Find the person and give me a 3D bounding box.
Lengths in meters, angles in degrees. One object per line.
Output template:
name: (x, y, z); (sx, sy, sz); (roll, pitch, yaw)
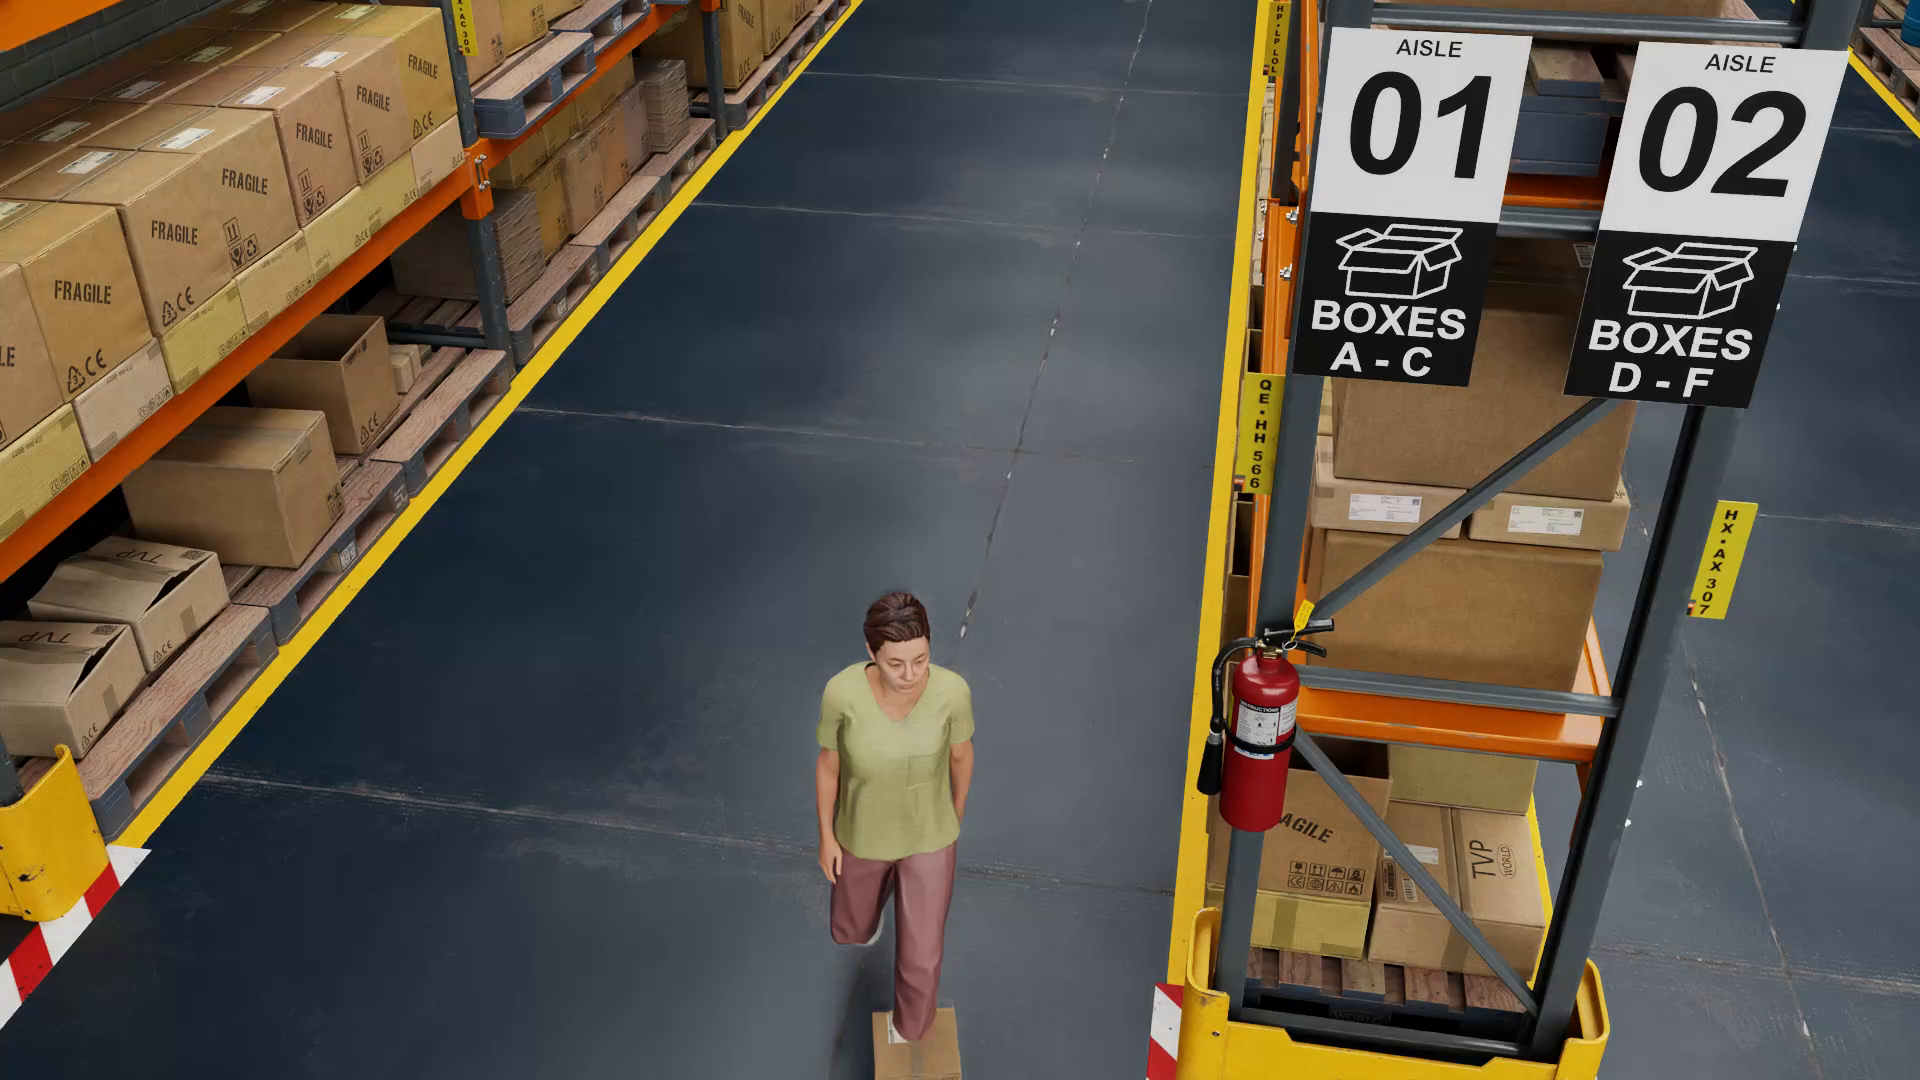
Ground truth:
person: (-0.183, 0.812, 4.839); (0.449, 1.638, 0.833); (1, 33, 2)
